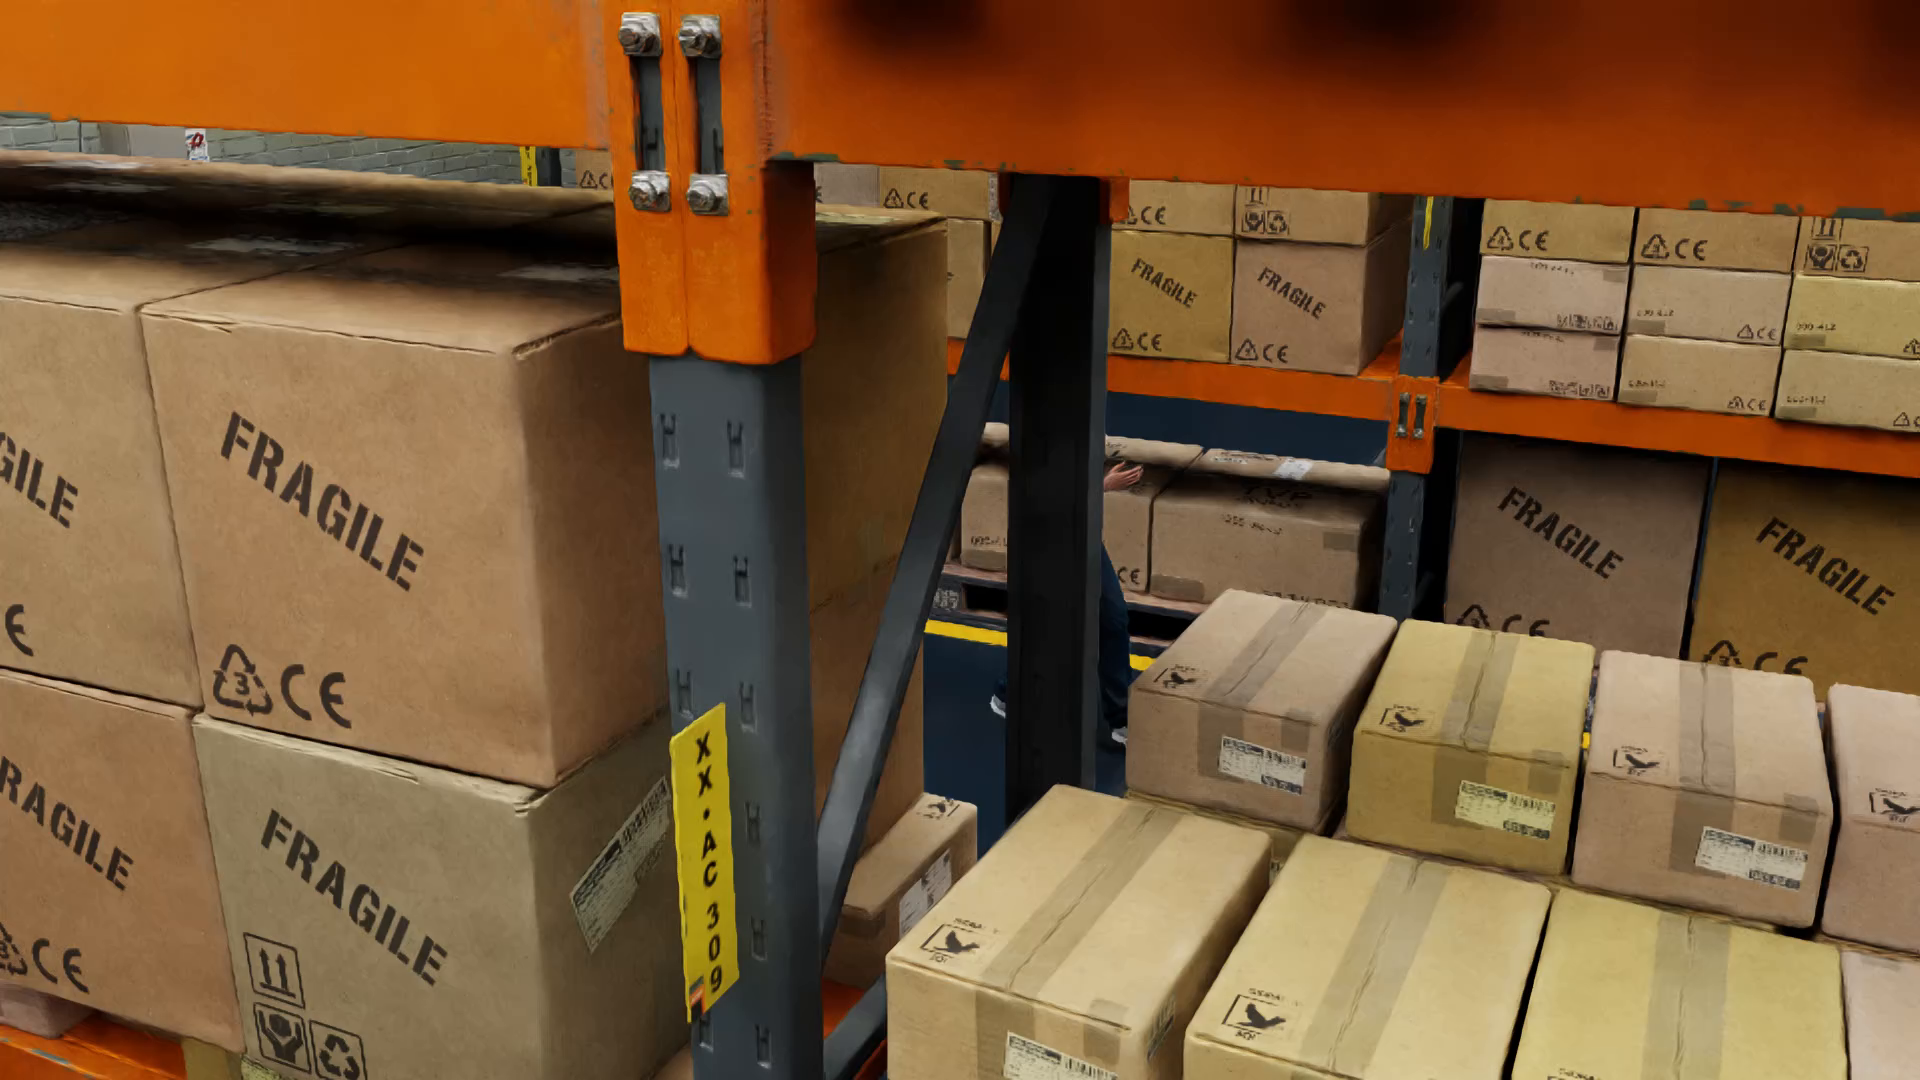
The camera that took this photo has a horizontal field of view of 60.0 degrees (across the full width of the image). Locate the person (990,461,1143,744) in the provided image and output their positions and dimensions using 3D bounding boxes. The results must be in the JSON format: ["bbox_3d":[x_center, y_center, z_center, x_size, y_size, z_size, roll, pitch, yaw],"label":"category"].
[{"bbox_3d":[0.450,0.028,6.012,0.755,1.551,0.502,10,22,25],"label":"person"}]
